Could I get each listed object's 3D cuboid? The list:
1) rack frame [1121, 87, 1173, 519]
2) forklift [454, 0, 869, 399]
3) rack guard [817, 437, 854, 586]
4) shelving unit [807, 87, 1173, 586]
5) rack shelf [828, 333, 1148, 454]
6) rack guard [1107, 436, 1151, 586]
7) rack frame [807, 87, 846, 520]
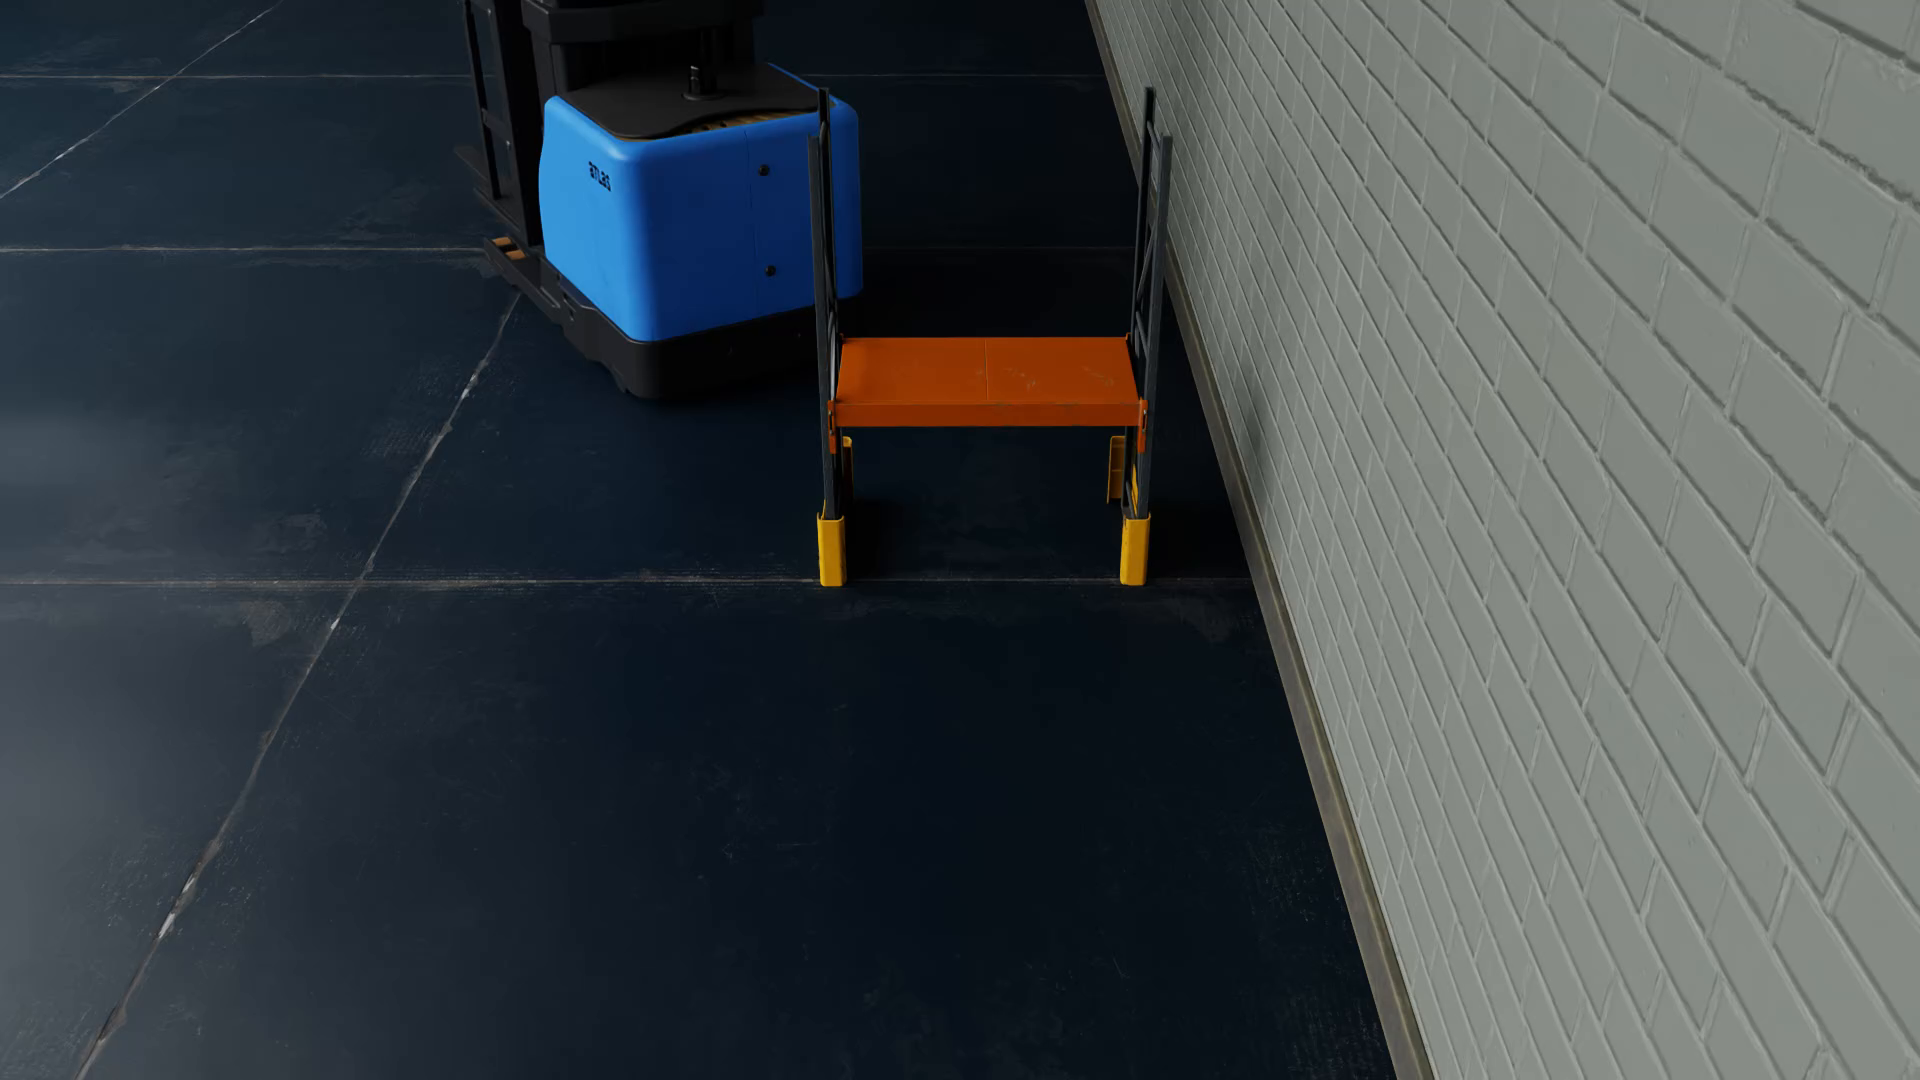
[{"bbox_3d":[0.594,-0.643,5.364,0.032,1.500,0.500,0,31,0],"label":"rack frame"},{"bbox_3d":[-1.576,-2.535,7.103,1.130,2.935,3.031,-17,35,-26],"label":"forklift"},{"bbox_3d":[-0.422,-0.106,5.683,0.087,0.250,0.587,0,31,0],"label":"rack guard"},{"bbox_3d":[0.076,-0.641,5.361,1.083,1.500,0.587,0,31,0],"label":"shelving unit"},{"bbox_3d":[0.085,-0.488,5.455,1.000,0.185,0.538,0,31,0],"label":"rack shelf"},{"bbox_3d":[0.574,-0.109,5.688,0.087,0.250,0.587,0,31,0],"label":"rack guard"},{"bbox_3d":[-0.423,-0.640,5.359,0.032,1.500,0.500,0,31,0],"label":"rack frame"}]
